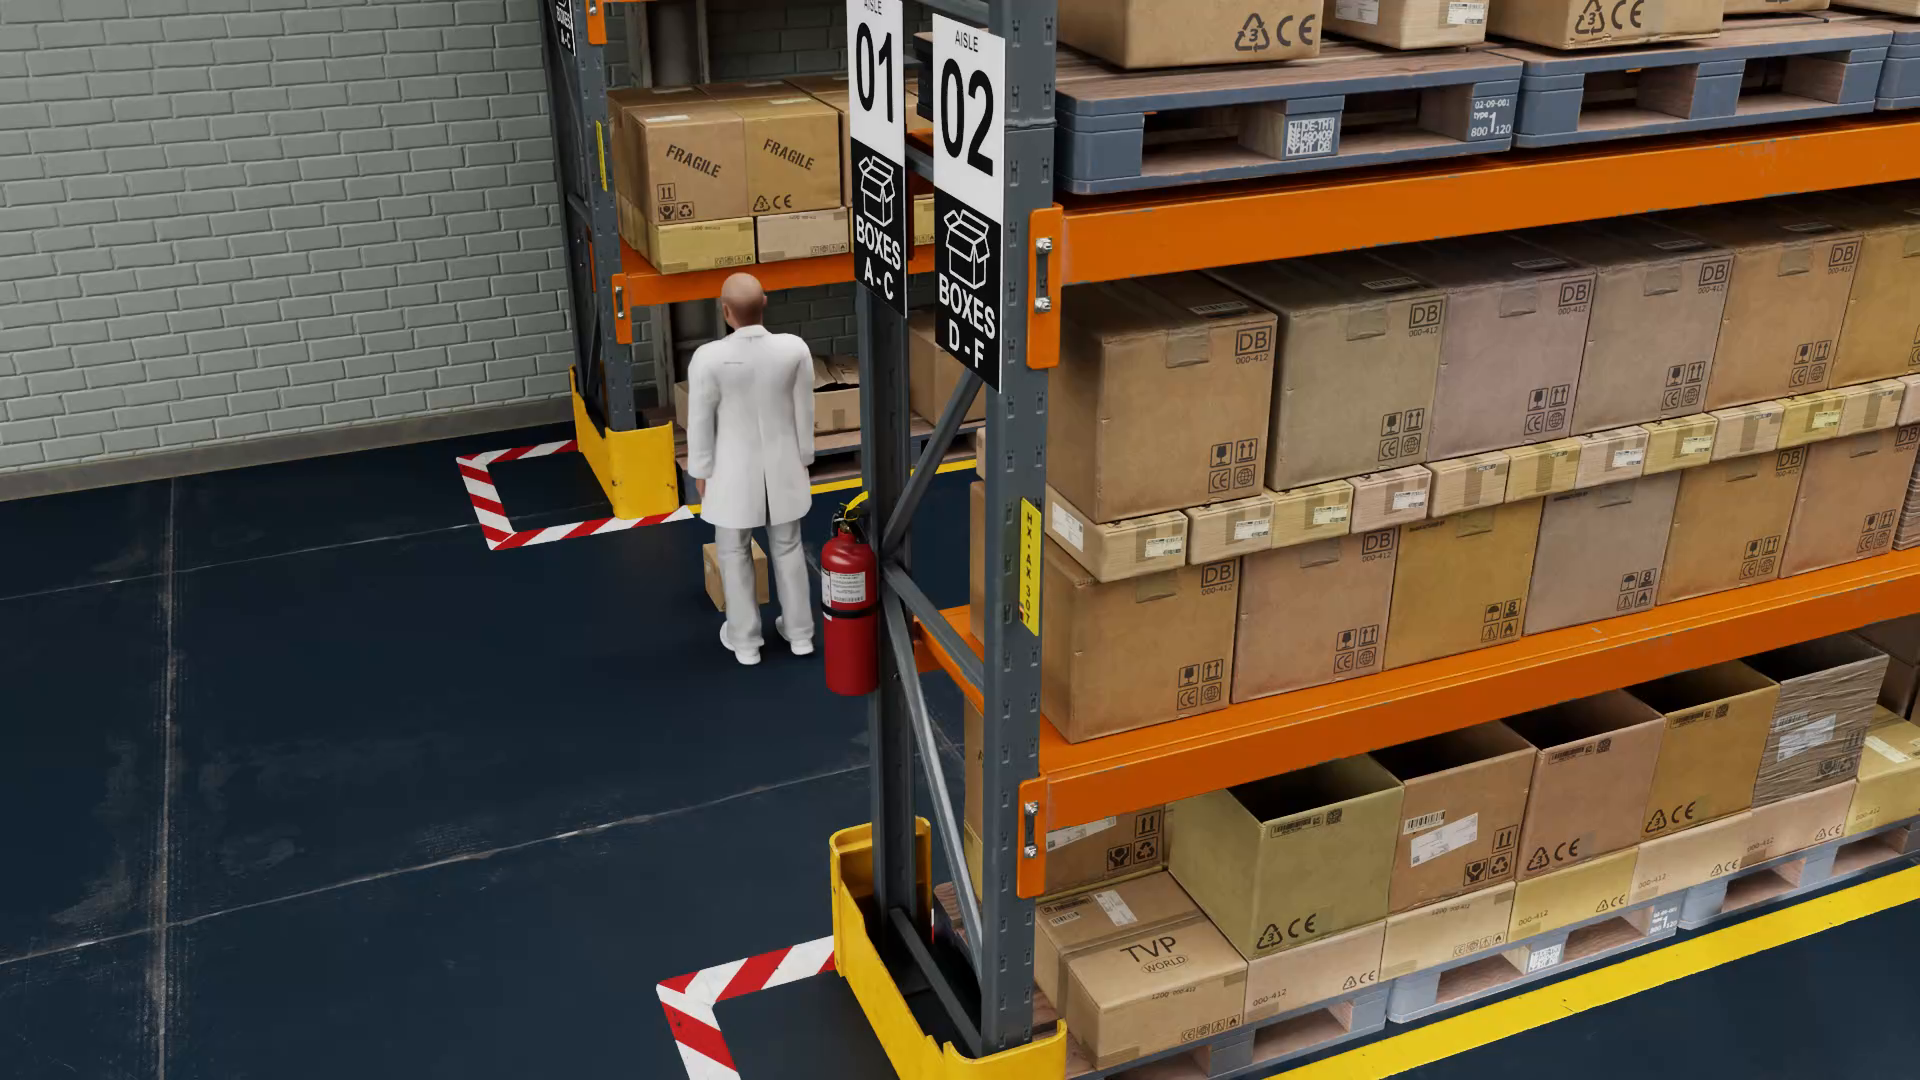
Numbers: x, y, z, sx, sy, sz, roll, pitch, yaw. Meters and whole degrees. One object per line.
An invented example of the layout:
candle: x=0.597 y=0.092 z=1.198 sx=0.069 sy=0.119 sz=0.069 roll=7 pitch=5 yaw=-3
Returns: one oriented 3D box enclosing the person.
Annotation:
person: x=-0.913 y=-0.309 z=7.290 sx=0.562 sy=1.783 sz=0.385 roll=-10 pitch=27 yaw=-20
